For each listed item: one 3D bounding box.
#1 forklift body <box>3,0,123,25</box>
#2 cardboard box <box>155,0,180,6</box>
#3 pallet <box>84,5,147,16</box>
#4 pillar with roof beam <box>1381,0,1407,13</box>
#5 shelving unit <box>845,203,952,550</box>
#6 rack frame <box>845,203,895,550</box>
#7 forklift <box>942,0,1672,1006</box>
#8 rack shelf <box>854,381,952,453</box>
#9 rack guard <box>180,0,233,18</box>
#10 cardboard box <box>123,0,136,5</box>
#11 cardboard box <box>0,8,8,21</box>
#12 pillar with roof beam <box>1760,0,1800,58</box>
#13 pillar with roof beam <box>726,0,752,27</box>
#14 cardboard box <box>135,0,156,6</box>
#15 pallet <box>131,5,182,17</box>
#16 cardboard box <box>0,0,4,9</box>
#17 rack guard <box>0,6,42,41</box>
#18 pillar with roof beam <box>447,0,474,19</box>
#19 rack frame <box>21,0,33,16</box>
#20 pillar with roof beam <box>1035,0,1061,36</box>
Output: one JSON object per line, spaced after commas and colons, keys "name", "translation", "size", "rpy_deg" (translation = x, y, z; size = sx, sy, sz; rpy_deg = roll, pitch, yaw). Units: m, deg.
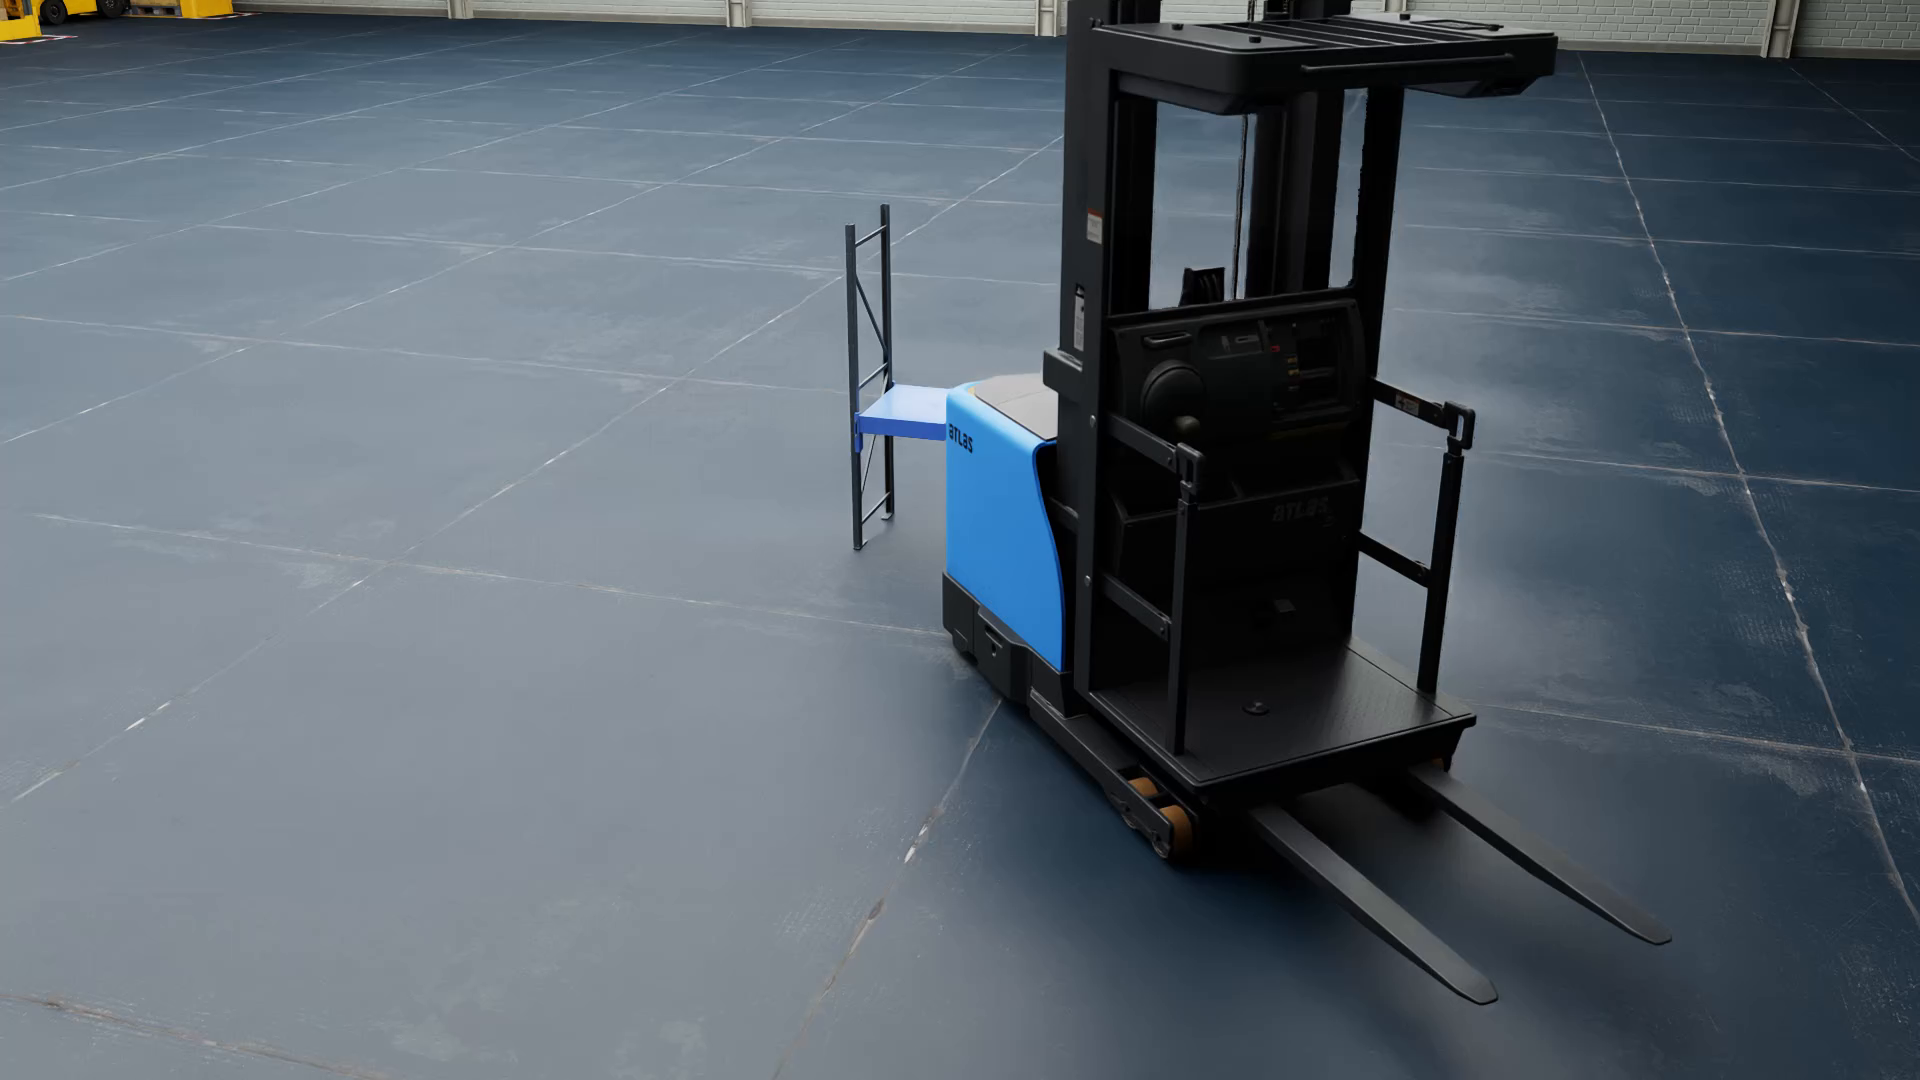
{"name": "forklift body", "translation": [-17.594, -11.174, 32.176], "size": [1.214, 2.155, 2.313], "rpy_deg": [7, 23, 16]}
{"name": "cardboard box", "translation": [-15.792, -10.880, 33.412], "size": [0.500, 0.250, 0.500], "rpy_deg": [7, 23, 16]}
{"name": "pallet", "translation": [-17.160, -10.934, 34.149], "size": [1.213, 0.211, 1.003], "rpy_deg": [7, 23, 15]}
{"name": "pillar with roof beam", "translation": [6.076, -11.006, 22.743], "size": [0.400, 9.000, 9.100], "rpy_deg": [7, 23, 16]}
{"name": "shelving unit", "translation": [0.082, -0.685, 7.463], "size": [1.048, 1.500, 0.538], "rpy_deg": [7, 23, 16]}
{"name": "rack frame", "translation": [-0.405, -0.740, 7.598], "size": [0.032, 1.500, 0.500], "rpy_deg": [7, 23, 16]}
{"name": "forklift", "translation": [1.007, -0.530, 5.201], "size": [1.130, 2.935, 3.031], "rpy_deg": [-10, 24, -23]}
{"name": "rack shelf", "translation": [0.082, -0.518, 7.531], "size": [1.000, 0.185, 0.538], "rpy_deg": [7, 23, 16]}
{"name": "rack guard", "translation": [-15.228, -10.862, 33.592], "size": [0.348, 0.500, 1.175], "rpy_deg": [7, 23, 16]}
{"name": "cardboard box", "translation": [-16.742, -10.996, 33.695], "size": [0.500, 0.250, 0.500], "rpy_deg": [7, 23, 16]}
{"name": "cardboard box", "translation": [-17.374, -9.329, 29.629], "size": [0.500, 0.250, 0.500], "rpy_deg": [6, 23, 15]}
{"name": "pillar with roof beam", "translation": [11.820, -10.348, 21.140], "size": [0.400, 9.000, 9.100], "rpy_deg": [7, 23, 16]}
{"name": "pillar with roof beam", "translation": [-5.413, -12.321, 25.950], "size": [0.400, 9.000, 9.100], "rpy_deg": [7, 23, 16]}
{"name": "cardboard box", "translation": [-16.266, -10.938, 33.554], "size": [0.500, 0.250, 0.500], "rpy_deg": [7, 23, 15]}
{"name": "pallet", "translation": [-15.995, -10.800, 33.821], "size": [1.213, 0.211, 1.003], "rpy_deg": [7, 23, 16]}
{"name": "cardboard box", "translation": [-17.397, -9.678, 29.493], "size": [0.500, 0.500, 0.500], "rpy_deg": [6, 23, 14]}
{"name": "rack guard", "translation": [-16.754, -9.069, 29.221], "size": [0.348, 0.500, 1.175], "rpy_deg": [7, 23, 16]}
{"name": "pillar with roof beam", "translation": [-11.157, -12.979, 27.554], "size": [0.400, 9.000, 9.100], "rpy_deg": [7, 23, 16]}
{"name": "rack frame", "translation": [-16.681, -10.218, 28.727], "size": [0.127, 3.000, 1.000], "rpy_deg": [7, 23, 16]}
{"name": "pillar with roof beam", "translation": [0.332, -11.663, 24.347], "size": [0.400, 9.000, 9.100], "rpy_deg": [7, 23, 16]}
